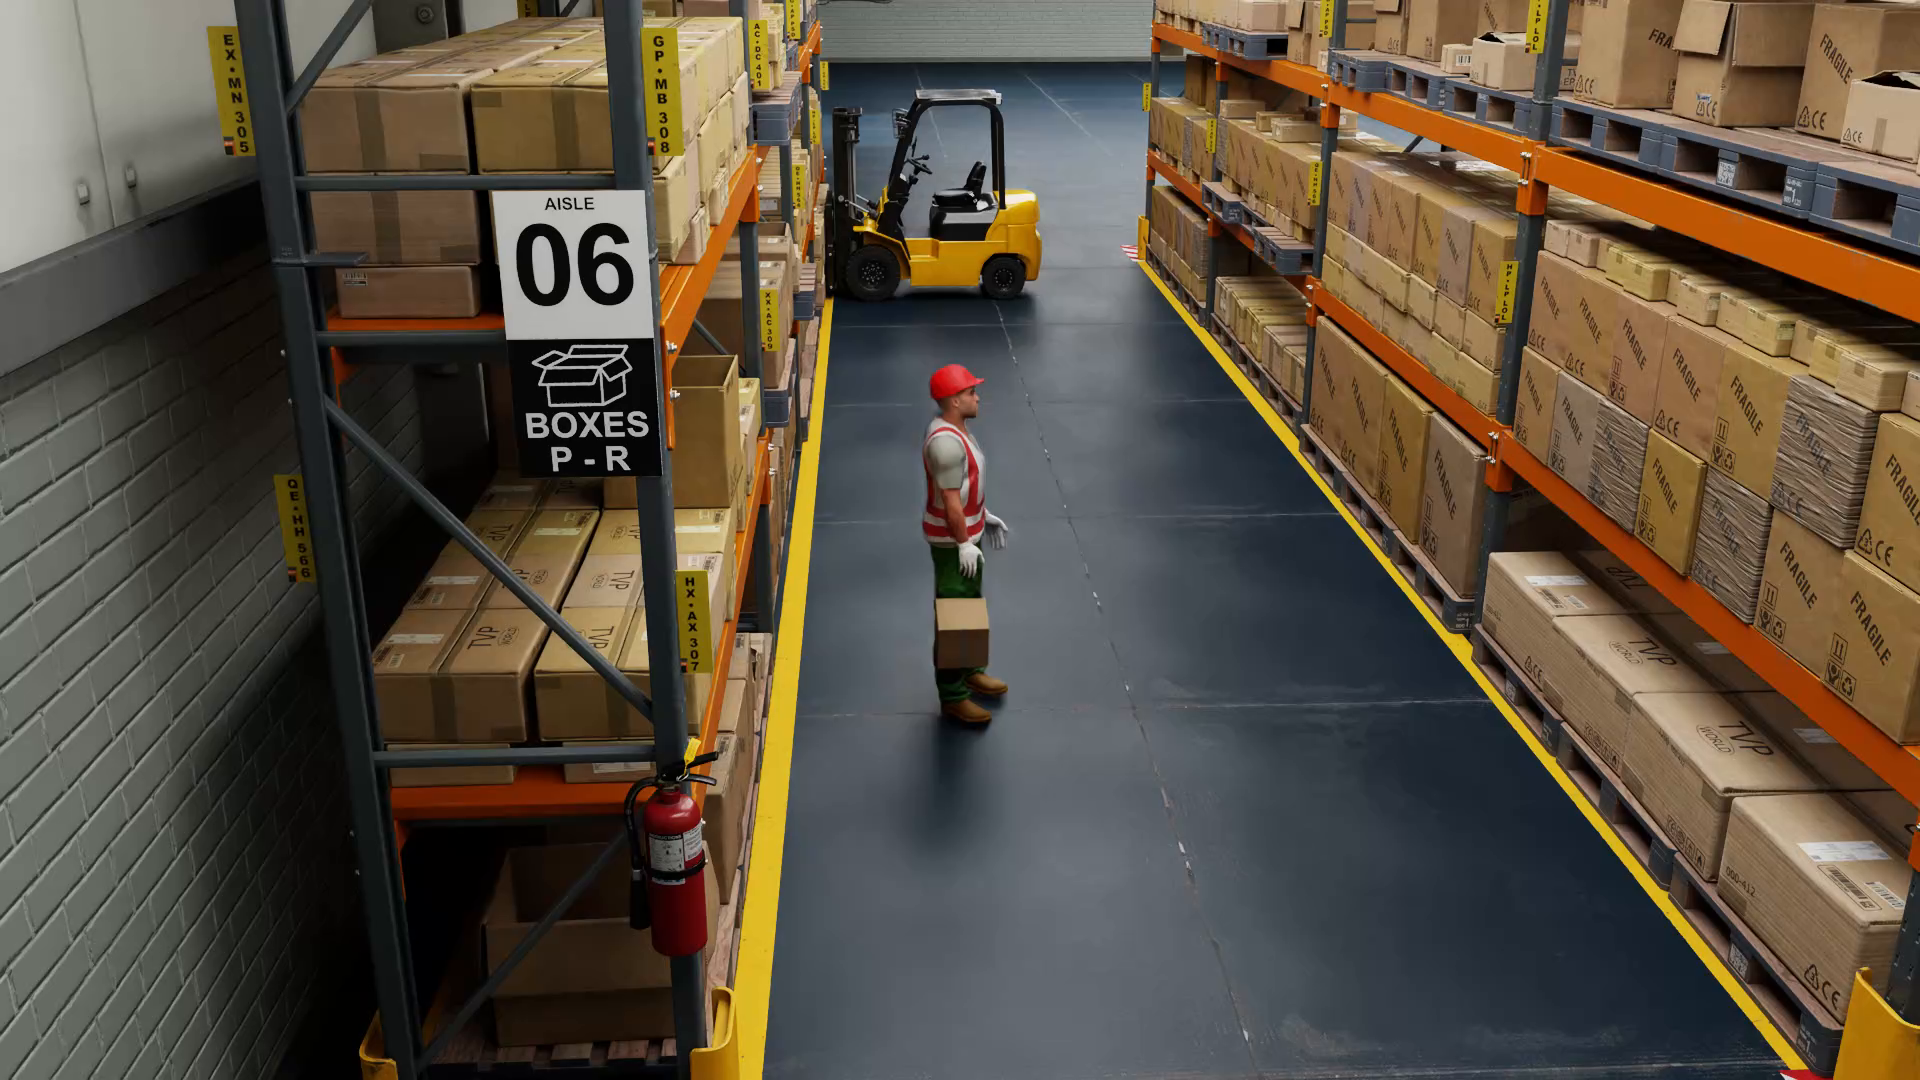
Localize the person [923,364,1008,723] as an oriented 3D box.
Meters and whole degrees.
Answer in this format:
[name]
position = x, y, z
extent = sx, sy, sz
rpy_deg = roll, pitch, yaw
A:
[person]
position = 0.027, 0.001, 8.465
extent = 0.442, 1.800, 0.577
rpy_deg = 2, 20, 5
